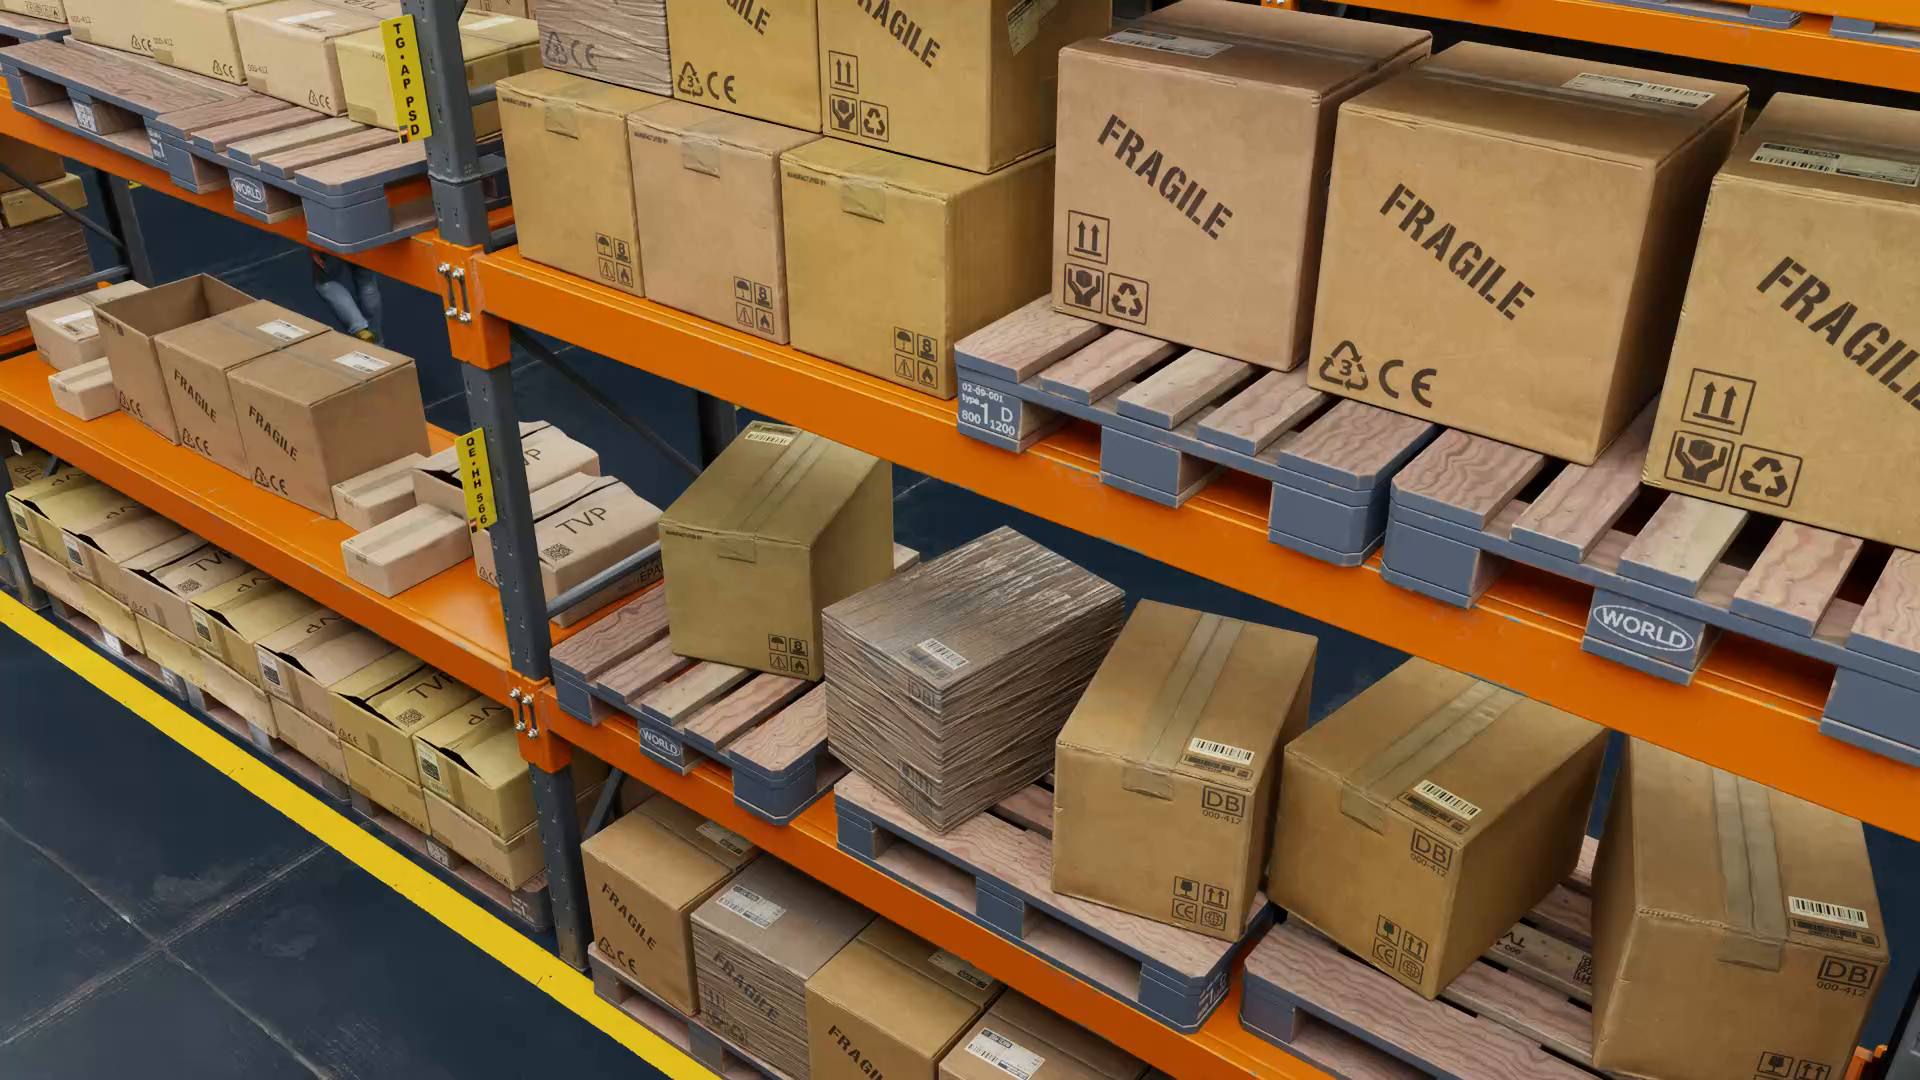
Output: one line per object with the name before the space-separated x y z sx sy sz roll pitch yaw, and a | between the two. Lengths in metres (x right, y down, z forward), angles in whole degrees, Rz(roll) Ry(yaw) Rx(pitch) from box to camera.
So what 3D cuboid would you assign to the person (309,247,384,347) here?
person | -3.796 -1.922 10.298 0.578 1.753 0.527 -24 38 -35
